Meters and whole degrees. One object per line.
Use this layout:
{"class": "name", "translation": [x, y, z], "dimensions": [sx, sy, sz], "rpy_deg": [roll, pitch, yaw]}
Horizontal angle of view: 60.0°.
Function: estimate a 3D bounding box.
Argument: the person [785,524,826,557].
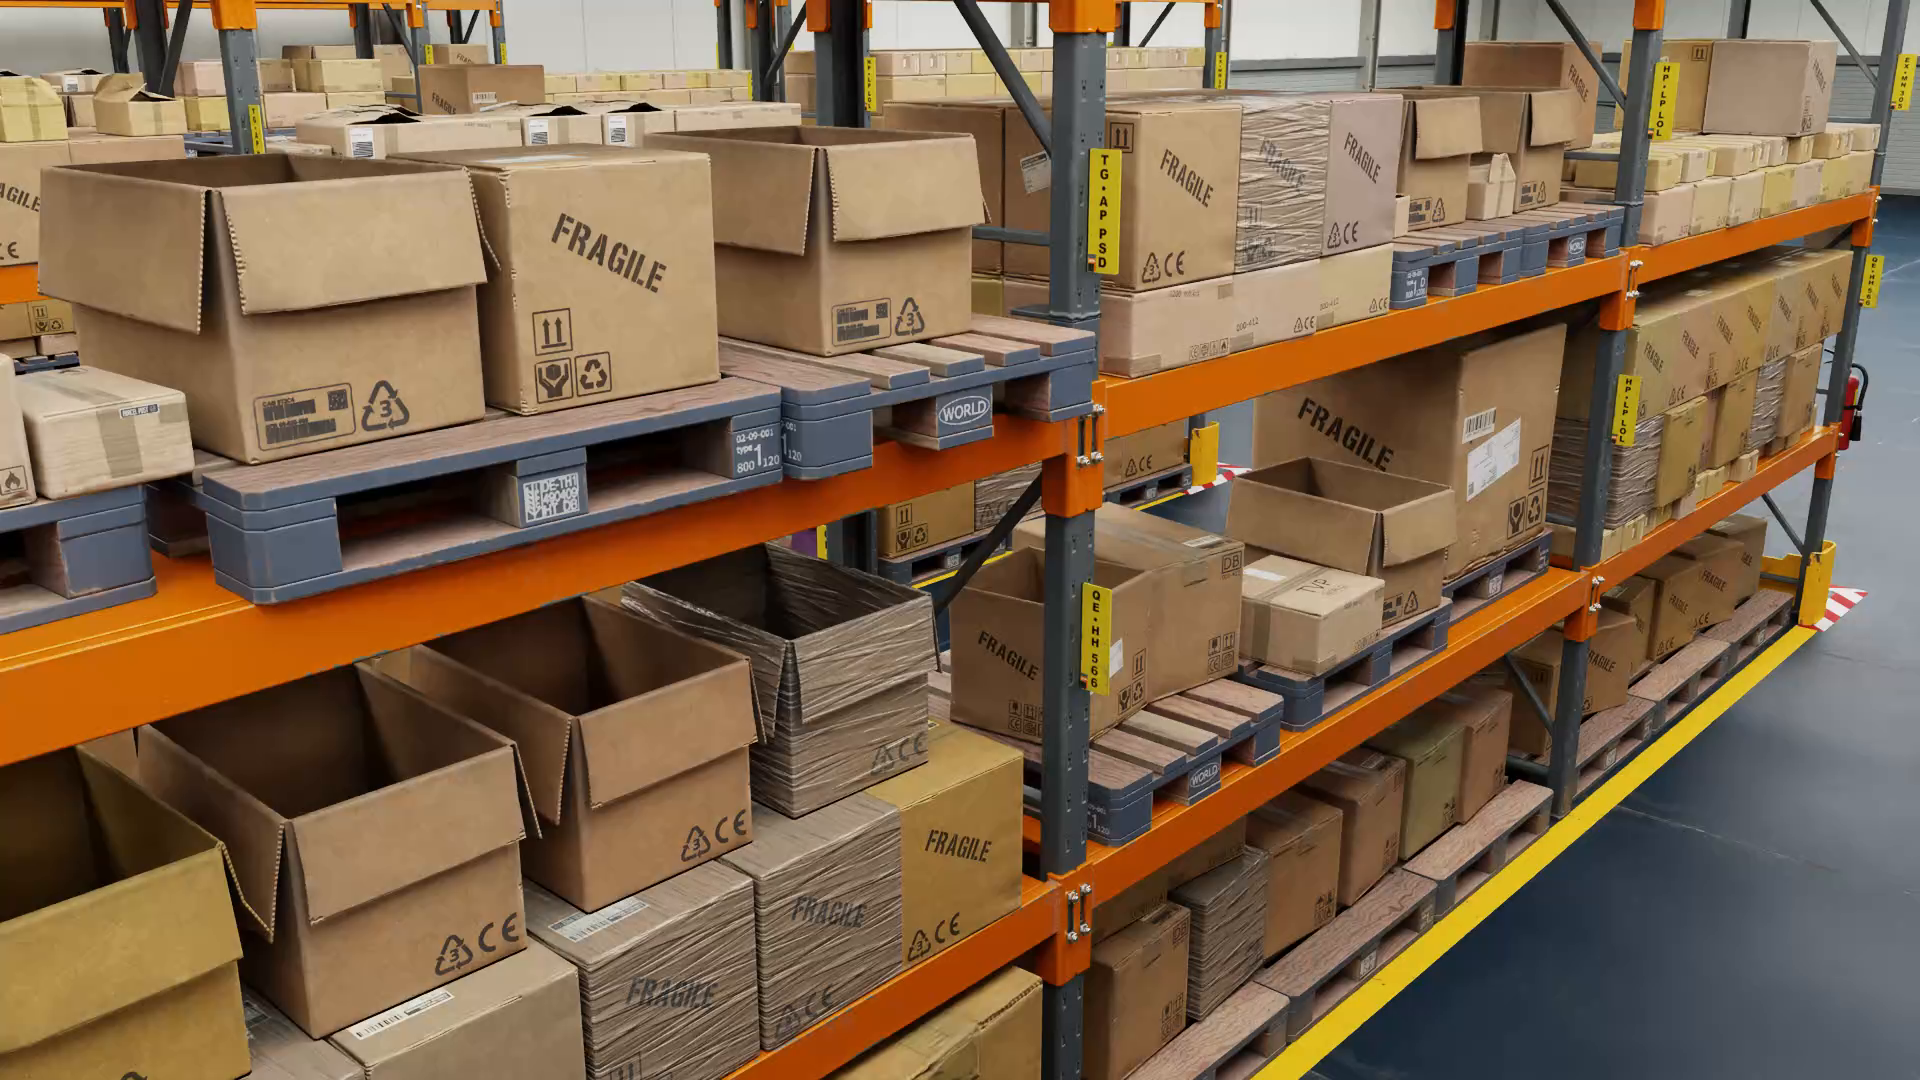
{"class": "person", "translation": [-0.831, 0.190, 9.452], "dimensions": [0.461, 1.593, 0.343], "rpy_deg": [15, 23, 40]}
